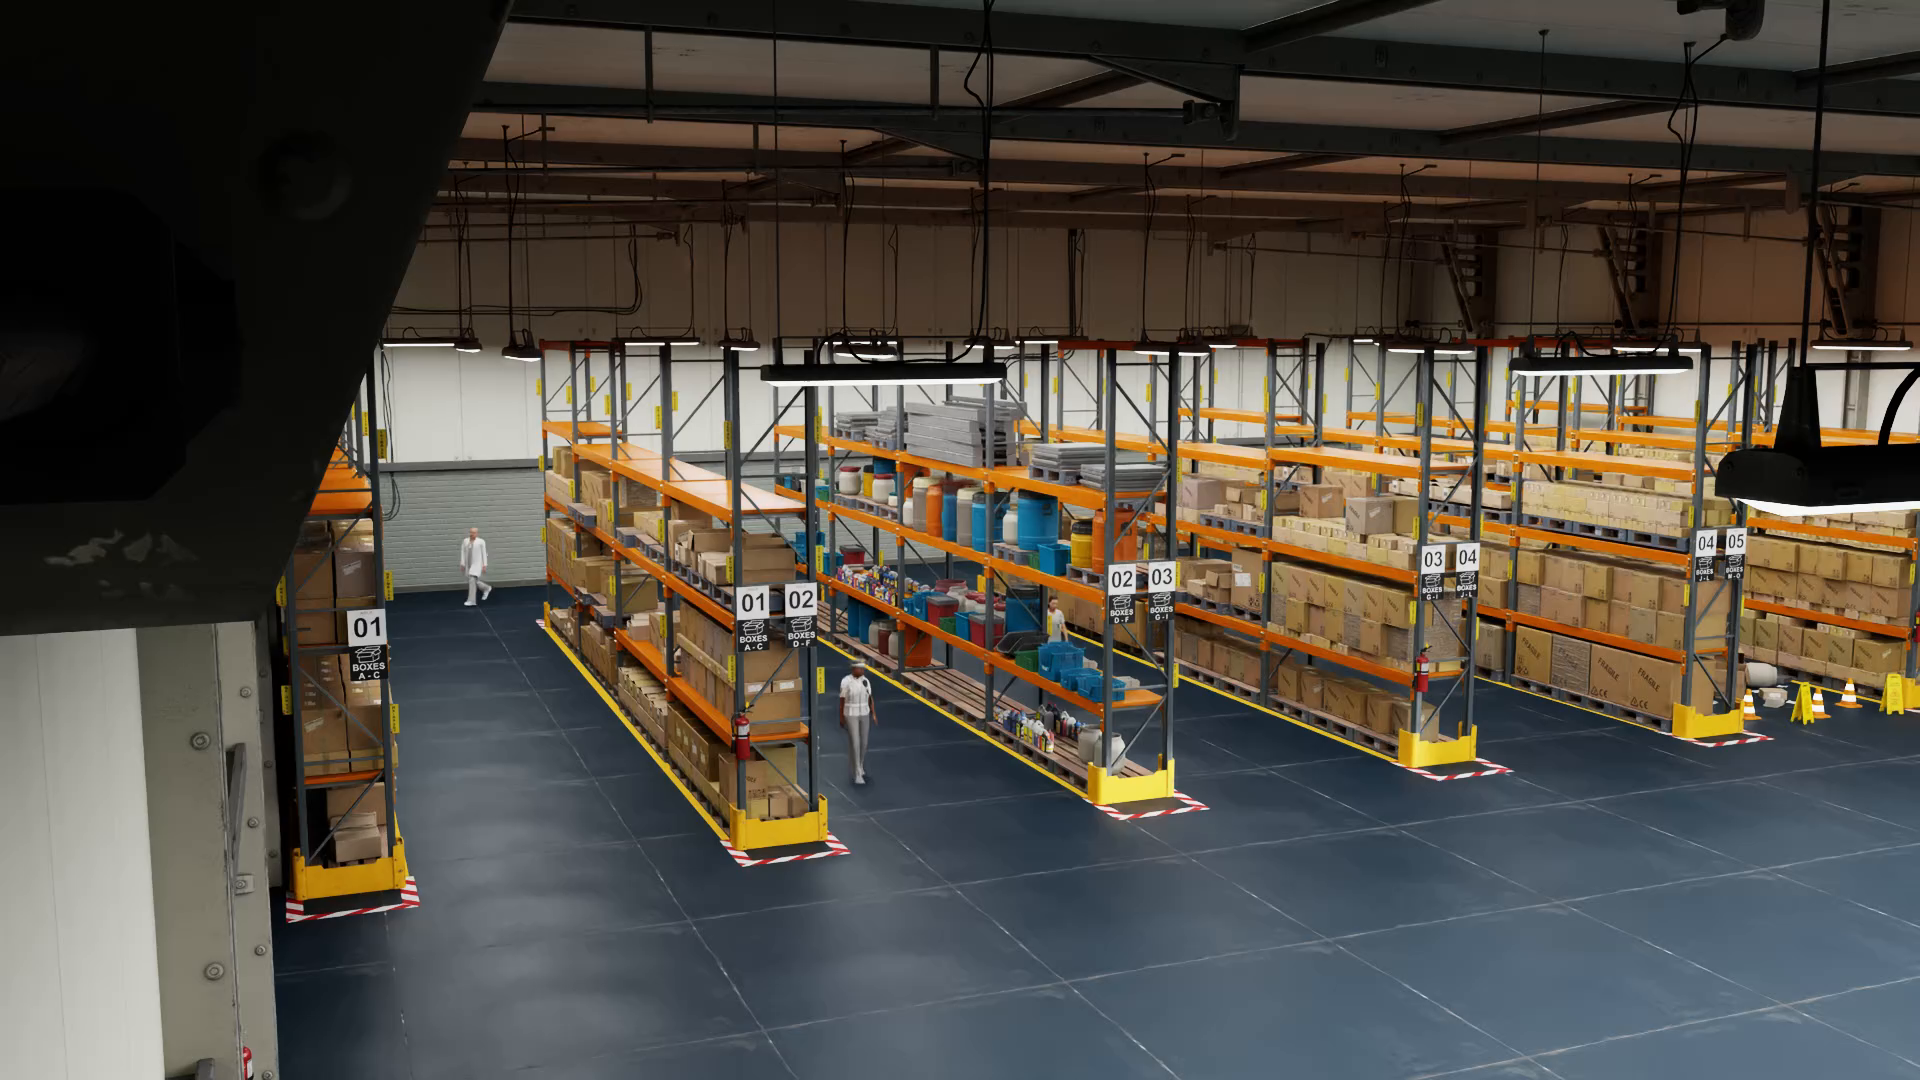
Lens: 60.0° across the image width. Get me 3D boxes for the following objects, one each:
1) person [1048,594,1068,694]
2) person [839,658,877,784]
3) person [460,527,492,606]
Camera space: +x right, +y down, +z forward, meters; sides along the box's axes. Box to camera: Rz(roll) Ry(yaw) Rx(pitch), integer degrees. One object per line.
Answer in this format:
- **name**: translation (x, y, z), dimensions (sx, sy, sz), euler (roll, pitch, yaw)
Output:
- **person**: translation (1.607, 1.780, 28.745), dimensions (0.486, 1.696, 0.637), euler (-3, 8, -23)
- **person**: translation (-1.382, 2.513, 23.200), dimensions (0.470, 1.706, 0.638), euler (-4, 8, -28)
- **person**: translation (-10.942, 0.570, 37.542), dimensions (0.545, 1.748, 0.943), euler (4, 9, 31)
